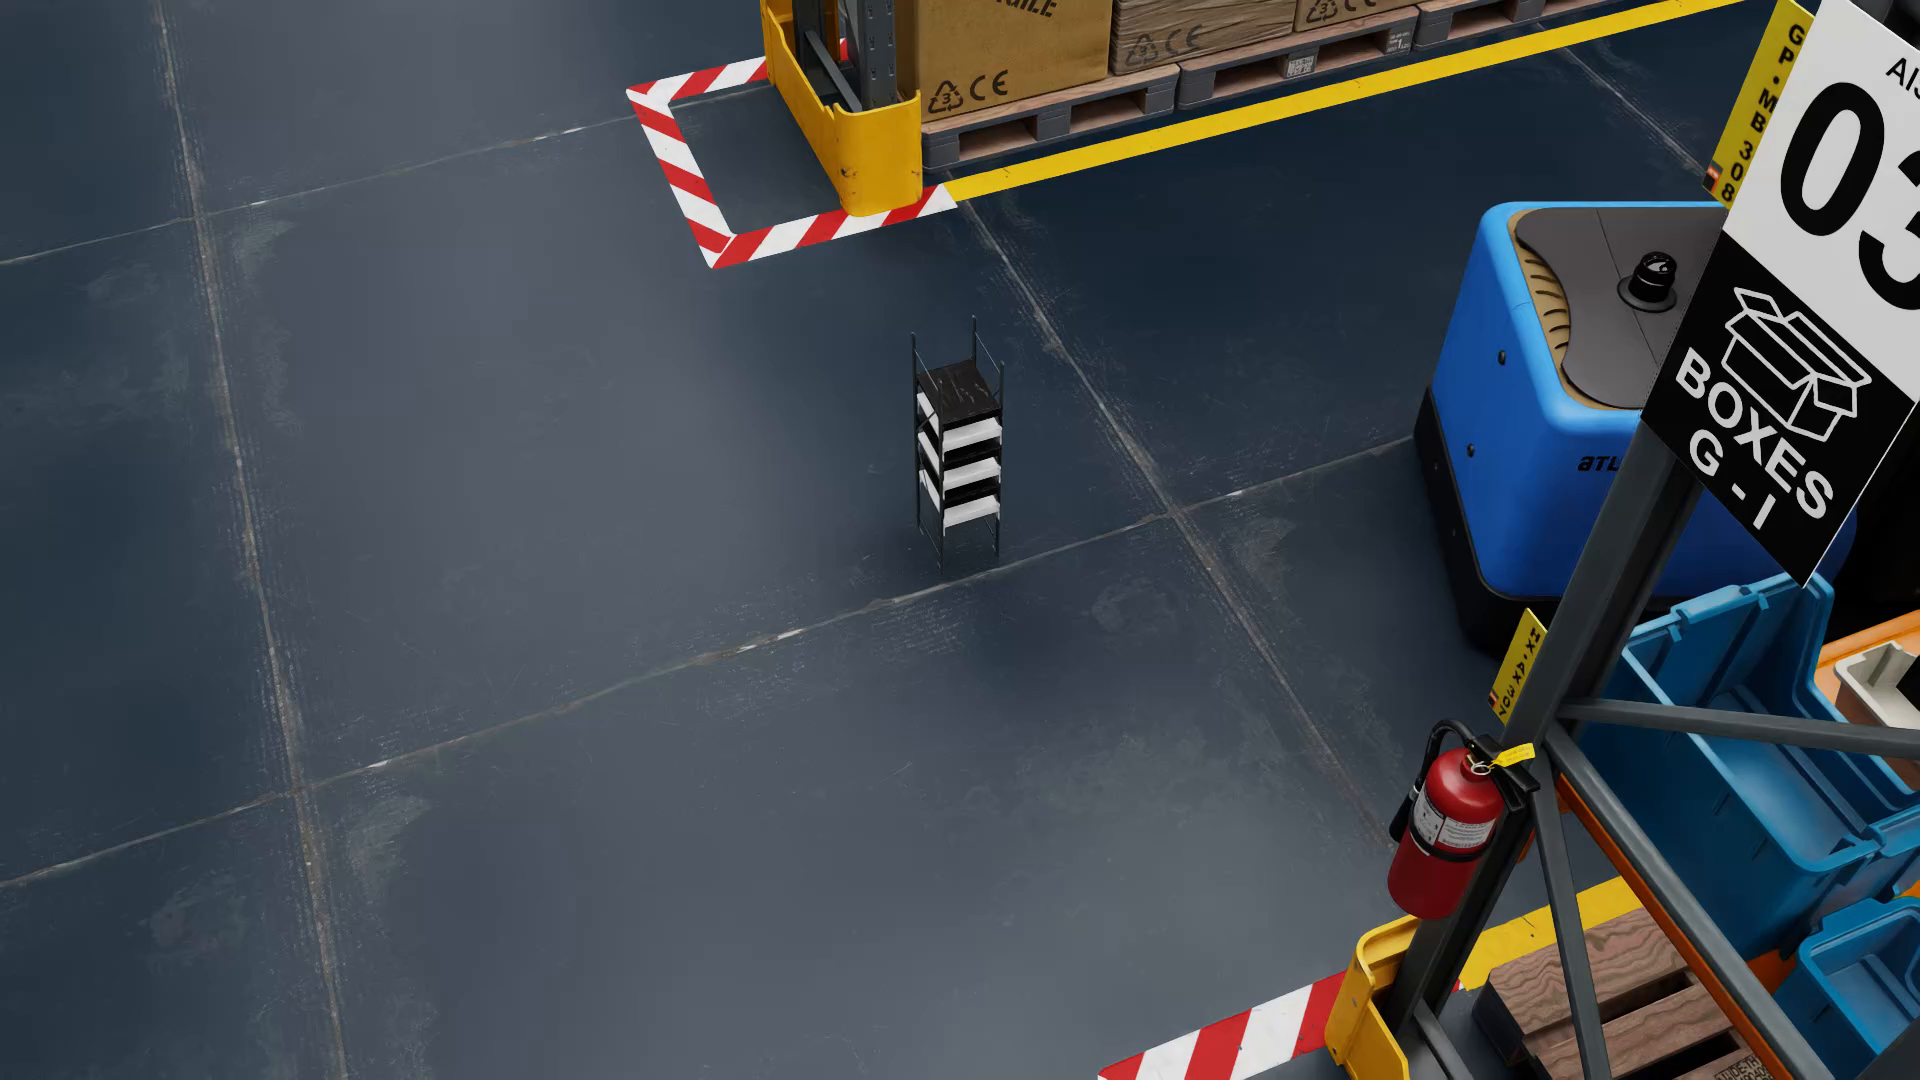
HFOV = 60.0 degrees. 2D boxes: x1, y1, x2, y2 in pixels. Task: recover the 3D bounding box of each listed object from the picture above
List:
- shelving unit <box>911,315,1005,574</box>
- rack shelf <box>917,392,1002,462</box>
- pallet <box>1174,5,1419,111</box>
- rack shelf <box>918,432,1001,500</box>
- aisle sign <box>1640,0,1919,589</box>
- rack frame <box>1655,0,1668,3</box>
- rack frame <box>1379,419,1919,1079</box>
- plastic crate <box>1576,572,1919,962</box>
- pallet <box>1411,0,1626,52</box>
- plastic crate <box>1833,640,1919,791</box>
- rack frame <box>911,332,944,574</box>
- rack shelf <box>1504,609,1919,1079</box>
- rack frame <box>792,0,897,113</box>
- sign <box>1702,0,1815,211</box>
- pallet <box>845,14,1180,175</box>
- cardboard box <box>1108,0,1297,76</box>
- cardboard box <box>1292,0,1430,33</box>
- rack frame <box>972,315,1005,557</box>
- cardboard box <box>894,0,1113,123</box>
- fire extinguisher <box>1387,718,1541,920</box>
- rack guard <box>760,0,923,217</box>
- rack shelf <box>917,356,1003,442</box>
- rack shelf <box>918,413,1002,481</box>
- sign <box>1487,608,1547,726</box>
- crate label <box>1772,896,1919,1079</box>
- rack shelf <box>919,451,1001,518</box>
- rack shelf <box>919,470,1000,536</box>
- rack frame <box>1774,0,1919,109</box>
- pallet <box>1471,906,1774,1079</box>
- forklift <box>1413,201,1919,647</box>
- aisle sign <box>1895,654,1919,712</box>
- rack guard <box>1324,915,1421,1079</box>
[{"bbox_3d":[-0.008,-0.291,5.407,0.210,0.900,0.258,-17,52,-14],"label":"shelving unit"},{"bbox_3d":[-0.008,-0.386,5.295,0.200,0.077,0.258,-17,52,-14],"label":"rack shelf"},{"bbox_3d":[1.344,-2.491,7.750,1.213,0.211,1.003,-17,52,-14],"label":"pallet"},{"bbox_3d":[-0.008,-0.269,5.432,0.200,0.077,0.258,-17,52,-14],"label":"rack shelf"},{"bbox_3d":[1.201,-0.322,2.335,0.004,0.787,0.394,-17,52,-14],"label":"aisle sign"},{"bbox_3d":[3.209,-3.916,7.135,0.127,3.000,1.000,-17,52,-14],"label":"rack frame"},{"bbox_3d":[1.379,0.710,3.163,0.127,3.000,1.000,-17,52,-14],"label":"rack frame"},{"bbox_3d":[1.618,0.452,3.322,0.499,0.435,0.616,-17,52,-14],"label":"plastic crate"},{"bbox_3d":[2.475,-2.844,8.053,1.213,0.211,1.003,-17,52,-14],"label":"pallet"},{"bbox_3d":[2.065,0.416,3.550,0.243,0.136,0.396,-17,52,-14],"label":"plastic crate"},{"bbox_3d":[-0.102,-0.262,5.382,0.006,0.900,0.240,-17,52,-14],"label":"rack frame"},{"bbox_3d":[3.230,0.371,3.928,4.000,0.370,1.077,-17,52,-14],"label":"rack shelf"},{"bbox_3d":[-0.494,-2.768,6.150,0.127,3.000,1.000,-17,52,-14],"label":"rack frame"},{"bbox_3d":[1.156,-0.614,2.392,0.005,0.325,0.100,-17,52,-14],"label":"sign"},{"bbox_3d":[0.216,-2.144,7.452,1.213,0.211,1.003,-17,52,-14],"label":"pallet"},{"bbox_3d":[0.910,-2.714,7.227,0.875,0.875,0.875,-17,52,-14],"label":"cardboard box"},{"bbox_3d":[1.734,-2.969,7.446,0.875,0.875,0.875,-17,52,-14],"label":"cardboard box"},{"bbox_3d":[0.087,-0.320,5.432,0.006,0.900,0.240,-17,52,-14],"label":"rack frame"},{"bbox_3d":[0.068,-2.453,7.003,0.875,0.875,0.875,-17,52,-14],"label":"cardboard box"},{"bbox_3d":[1.067,0.581,3.570,0.183,0.674,0.296,-17,52,-14],"label":"fire extinguisher"},{"bbox_3d":[-0.516,-1.947,7.092,0.348,0.500,1.175,-17,52,-14],"label":"rack guard"},{"bbox_3d":[-0.008,-0.445,5.227,0.200,0.077,0.258,-17,52,-14],"label":"rack shelf"},{"bbox_3d":[-0.008,-0.328,5.364,0.200,0.077,0.258,-17,52,-14],"label":"rack shelf"},{"bbox_3d":[1.156,0.276,3.429,0.005,0.325,0.100,-17,52,-14],"label":"sign"},{"bbox_3d":[1.732,0.906,3.066,0.303,0.233,0.416,-17,52,-14],"label":"crate label"},{"bbox_3d":[-0.008,-0.211,5.500,0.200,0.077,0.258,-17,52,-14],"label":"rack shelf"},{"bbox_3d":[-0.008,-0.152,5.568,0.200,0.077,0.258,-17,52,-14],"label":"rack shelf"},{"bbox_3d":[1.379,-1.244,0.887,0.127,3.000,1.000,-17,52,-14],"label":"rack frame"},{"bbox_3d":[2.157,1.410,4.400,1.213,0.211,1.003,-17,52,-14],"label":"pallet"},{"bbox_3d":[3.147,-0.966,4.648,3.031,2.935,1.130,0,49,0],"label":"forklift"},{"bbox_3d":[1.424,0.093,1.980,0.004,0.787,0.394,-17,52,-14],"label":"aisle sign"},{"bbox_3d":[1.361,1.541,4.097,0.348,0.500,1.175,-17,52,-14],"label":"rack guard"}]
